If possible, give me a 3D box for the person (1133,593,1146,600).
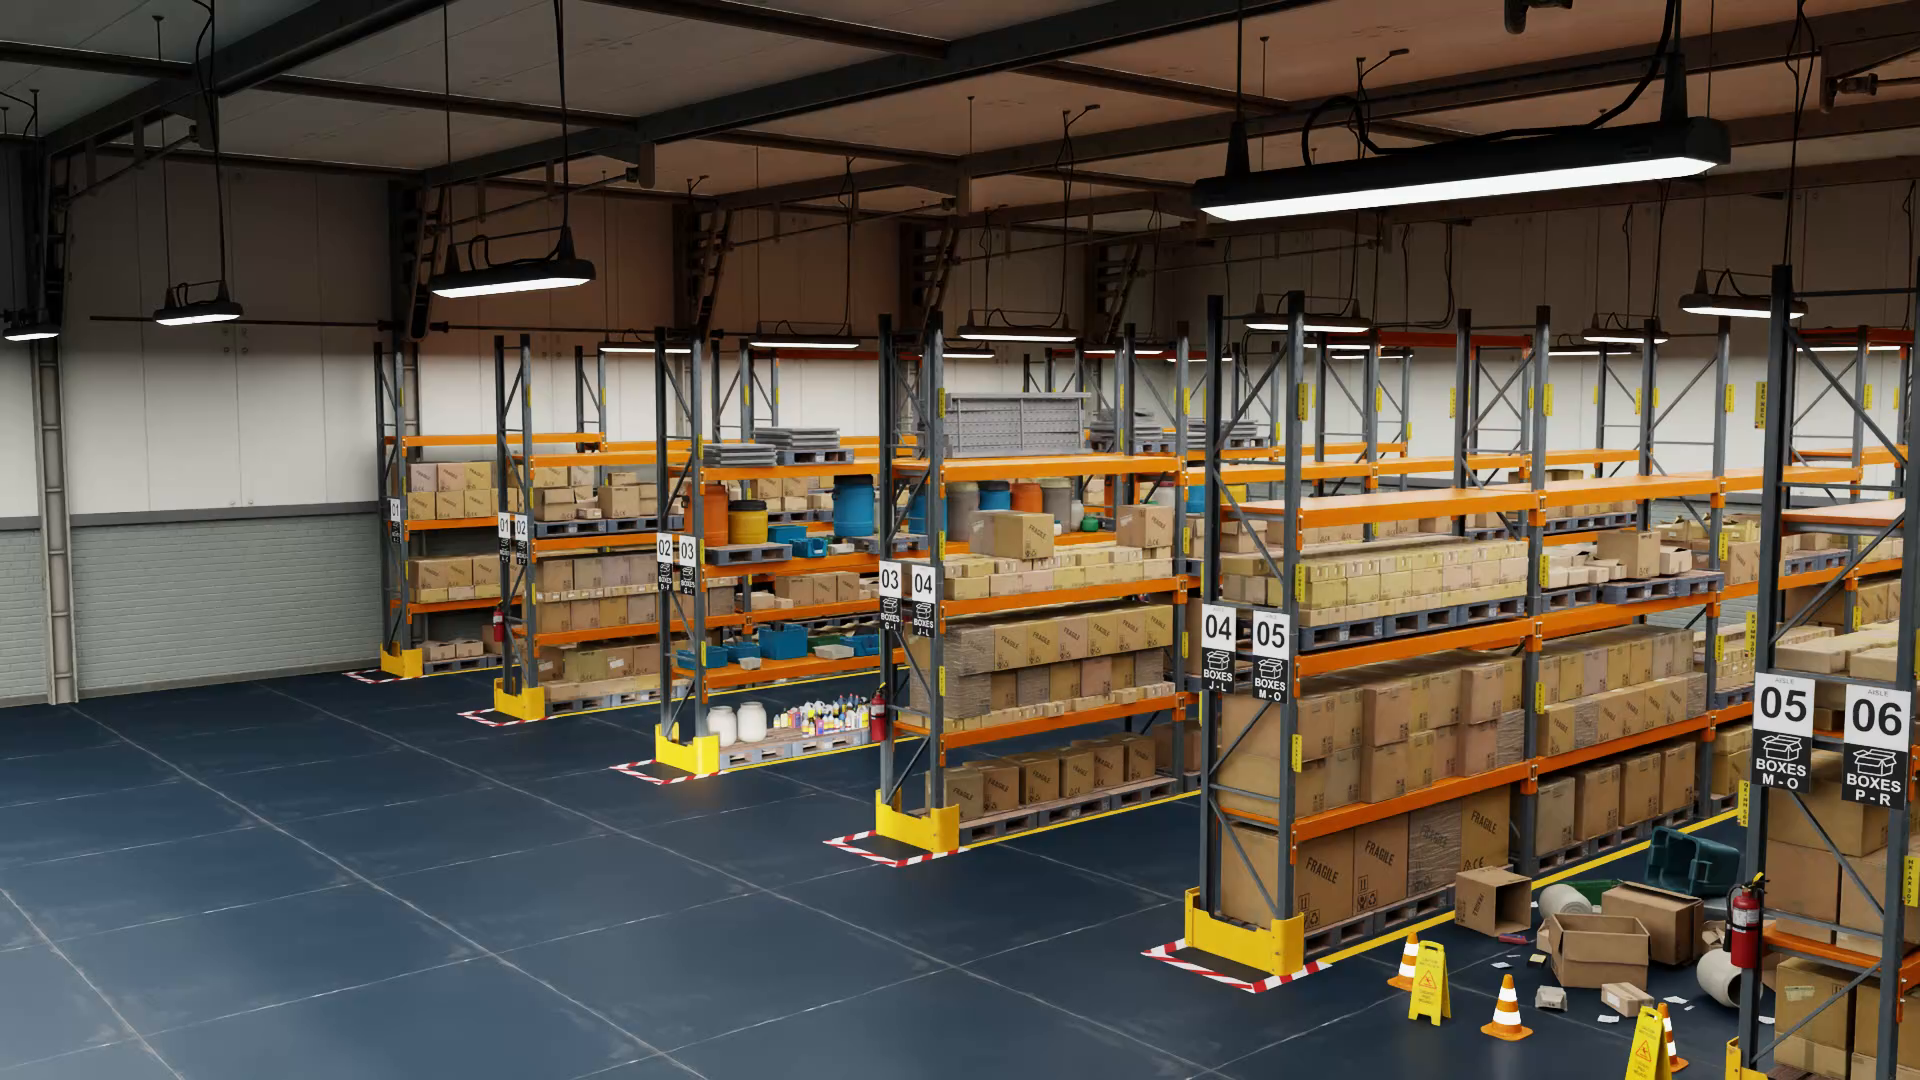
[{"bbox_3d":[3.527,1.313,33.156,0.459,1.676,0.492,0,5,4],"label":"person"}]

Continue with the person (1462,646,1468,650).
[{"bbox_3d":[6.893,2.172,23.091,1.039,1.720,0.581,-4,7,-40],"label":"person"}]
